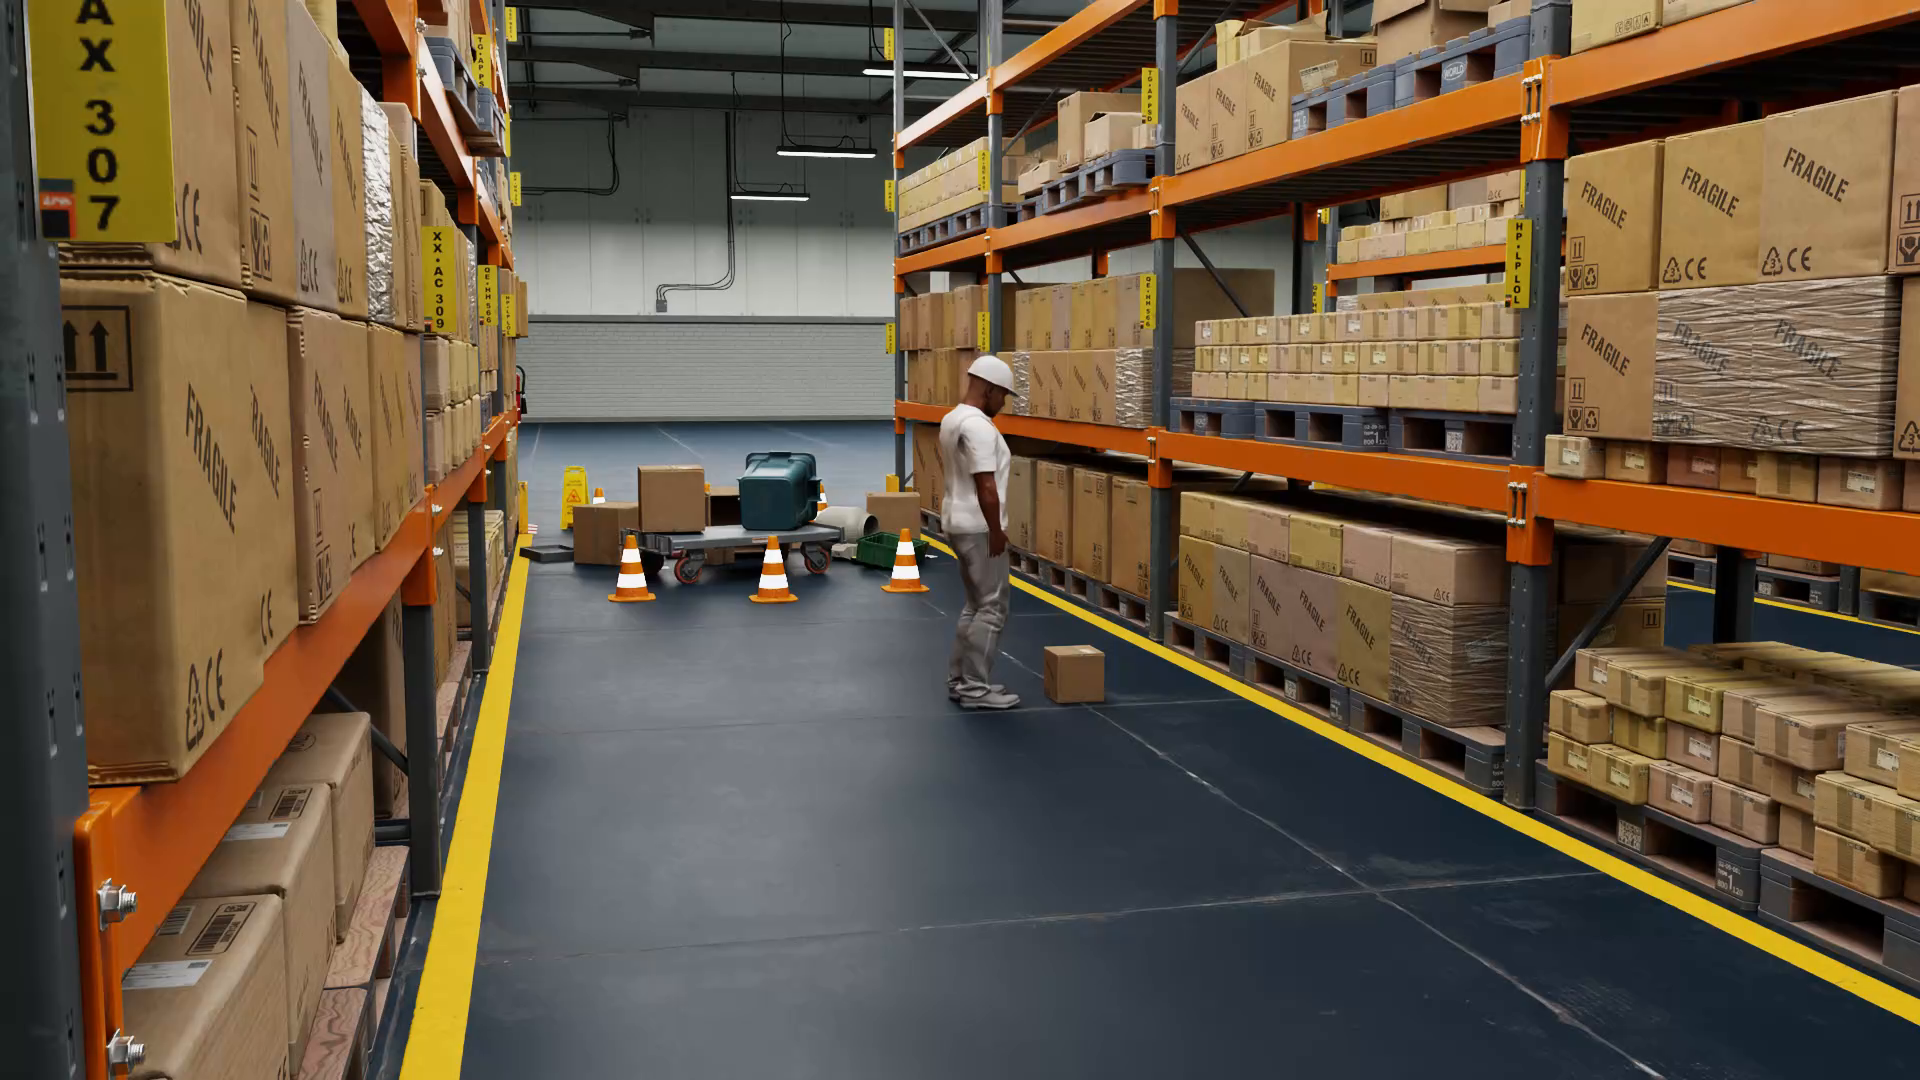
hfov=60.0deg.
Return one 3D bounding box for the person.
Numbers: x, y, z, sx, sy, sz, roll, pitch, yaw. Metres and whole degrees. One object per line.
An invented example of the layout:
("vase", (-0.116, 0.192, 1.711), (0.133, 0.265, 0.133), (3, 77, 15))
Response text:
("person", (0.105, -0.047, 8.366), (0.390, 1.748, 0.575), (-1, 6, -13))
